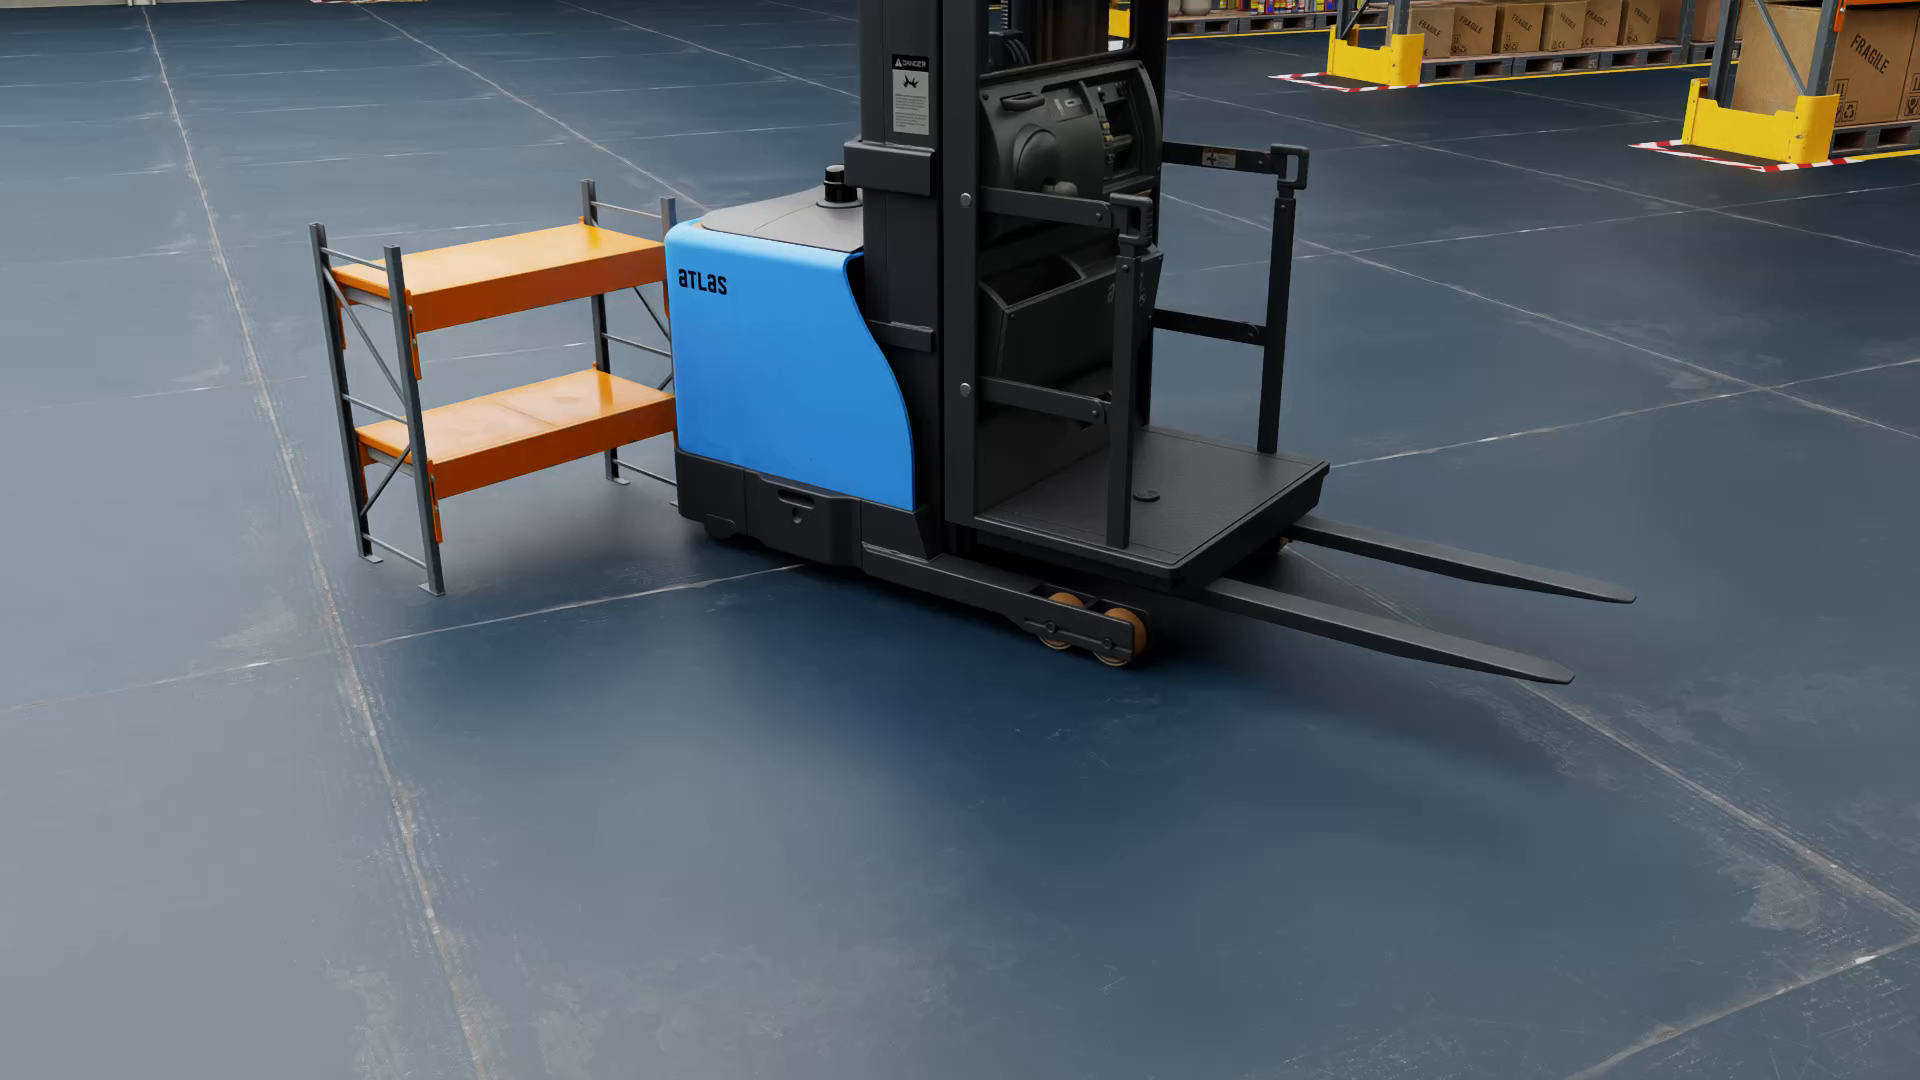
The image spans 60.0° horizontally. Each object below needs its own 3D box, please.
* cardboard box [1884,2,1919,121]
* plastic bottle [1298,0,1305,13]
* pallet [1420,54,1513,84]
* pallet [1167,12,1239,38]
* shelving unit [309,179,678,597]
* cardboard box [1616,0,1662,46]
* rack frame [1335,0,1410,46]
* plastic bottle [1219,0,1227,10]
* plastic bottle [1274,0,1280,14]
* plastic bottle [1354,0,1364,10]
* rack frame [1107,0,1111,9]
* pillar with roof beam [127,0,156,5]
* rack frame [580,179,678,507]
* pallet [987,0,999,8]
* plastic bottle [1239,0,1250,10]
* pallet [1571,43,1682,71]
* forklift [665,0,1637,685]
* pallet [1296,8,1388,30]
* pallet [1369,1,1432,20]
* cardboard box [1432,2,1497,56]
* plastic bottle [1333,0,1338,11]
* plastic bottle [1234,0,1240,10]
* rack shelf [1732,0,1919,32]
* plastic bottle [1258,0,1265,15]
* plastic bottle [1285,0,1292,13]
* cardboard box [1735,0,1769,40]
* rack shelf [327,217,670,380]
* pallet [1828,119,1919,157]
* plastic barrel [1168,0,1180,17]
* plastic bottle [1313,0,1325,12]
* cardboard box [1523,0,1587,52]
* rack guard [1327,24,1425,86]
[{"bbox_3d":[7.679,-3.966,13.637,0.875,0.875,0.875,-11,25,-24],"label":"cardboard box"},{"bbox_3d":[4.539,-7.132,22.142,0.097,0.201,0.097,0,22,0],"label":"plastic bottle"},{"bbox_3d":[5.060,-5.044,17.660,1.213,0.211,1.003,-10,25,-24],"label":"pallet"},{"bbox_3d":[2.879,-6.778,21.848,1.213,0.211,1.003,-10,25,-24],"label":"pallet"},{"bbox_3d":[-1.497,-0.550,5.607,0.538,1.125,1.048,20,29,39],"label":"shelving unit"},{"bbox_3d":[7.471,-5.848,18.674,0.500,0.500,0.500,-11,25,-25],"label":"cardboard box"},{"bbox_3d":[4.244,-6.198,16.800,0.127,3.000,1.000,-10,25,-24],"label":"rack frame"},{"bbox_3d":[3.561,-7.271,22.476,0.097,0.201,0.097,0,22,0],"label":"plastic bottle"},{"bbox_3d":[4.174,-7.097,21.966,0.097,0.271,0.097,0,22,0],"label":"plastic bottle"},{"bbox_3d":[5.410,-7.323,22.495,0.133,0.283,0.061,-9,24,-21],"label":"plastic bottle"},{"bbox_3d":[2.096,-7.904,20.924,0.127,3.000,1.000,-10,25,-24],"label":"rack frame"},{"bbox_3d":[-10.890,-11.031,20.632,0.400,9.000,9.100,-10,25,-24],"label":"pillar with roof beam"},{"bbox_3d":[-1.151,-0.692,5.951,0.500,1.125,0.032,20,29,39],"label":"rack frame"},{"bbox_3d":[0.622,-8.465,25.924,1.213,0.211,1.003,-10,25,-24],"label":"pallet"},{"bbox_3d":[3.847,-7.304,22.450,0.133,0.283,0.061,-10,25,-24],"label":"plastic bottle"},{"bbox_3d":[7.259,-5.449,18.638,1.213,0.211,1.003,-10,25,-24],"label":"pallet"},{"bbox_3d":[0.517,-1.216,4.856,3.031,2.935,1.130,15,27,32],"label":"forklift"},{"bbox_3d":[5.077,-7.183,22.826,1.213,0.211,1.003,-10,25,-24],"label":"pallet"},{"bbox_3d":[6.391,-7.423,23.407,1.213,0.211,1.003,-10,25,-24],"label":"pallet"},{"bbox_3d":[5.338,-5.445,17.702,0.500,0.500,0.500,-4,23,-10],"label":"cardboard box"},{"bbox_3d":[5.072,-7.309,22.374,0.185,0.351,0.144,-12,25,-26],"label":"plastic bottle"},{"bbox_3d":[3.800,-7.337,22.540,0.135,0.276,0.152,-10,25,-23],"label":"plastic bottle"},{"bbox_3d":[8.107,-4.471,13.569,4.000,0.370,1.077,-10,25,-24],"label":"rack shelf"},{"bbox_3d":[3.958,-7.025,21.883,0.097,0.201,0.097,0,22,0],"label":"plastic bottle"},{"bbox_3d":[4.353,-7.098,22.059,0.097,0.201,0.097,0,22,0],"label":"plastic bottle"},{"bbox_3d":[8.849,-6.076,19.201,0.500,0.500,0.700,-11,25,-24],"label":"cardboard box"},{"bbox_3d":[-1.497,-0.820,5.495,0.538,0.278,1.000,20,29,39],"label":"rack shelf"},{"bbox_3d":[6.991,-3.343,13.549,1.213,0.211,1.003,-10,25,-24],"label":"pallet"},{"bbox_3d":[2.656,-7.085,21.647,0.421,0.512,0.421,0,22,0],"label":"plastic barrel"},{"bbox_3d":[4.781,-7.256,22.245,0.185,0.351,0.144,-11,25,-24],"label":"plastic bottle"},{"bbox_3d":[6.433,-5.620,18.124,0.500,0.500,0.500,-13,26,-28],"label":"cardboard box"},{"bbox_3d":[4.313,-5.055,17.309,0.348,0.500,1.175,-10,25,-24],"label":"rack guard"}]
